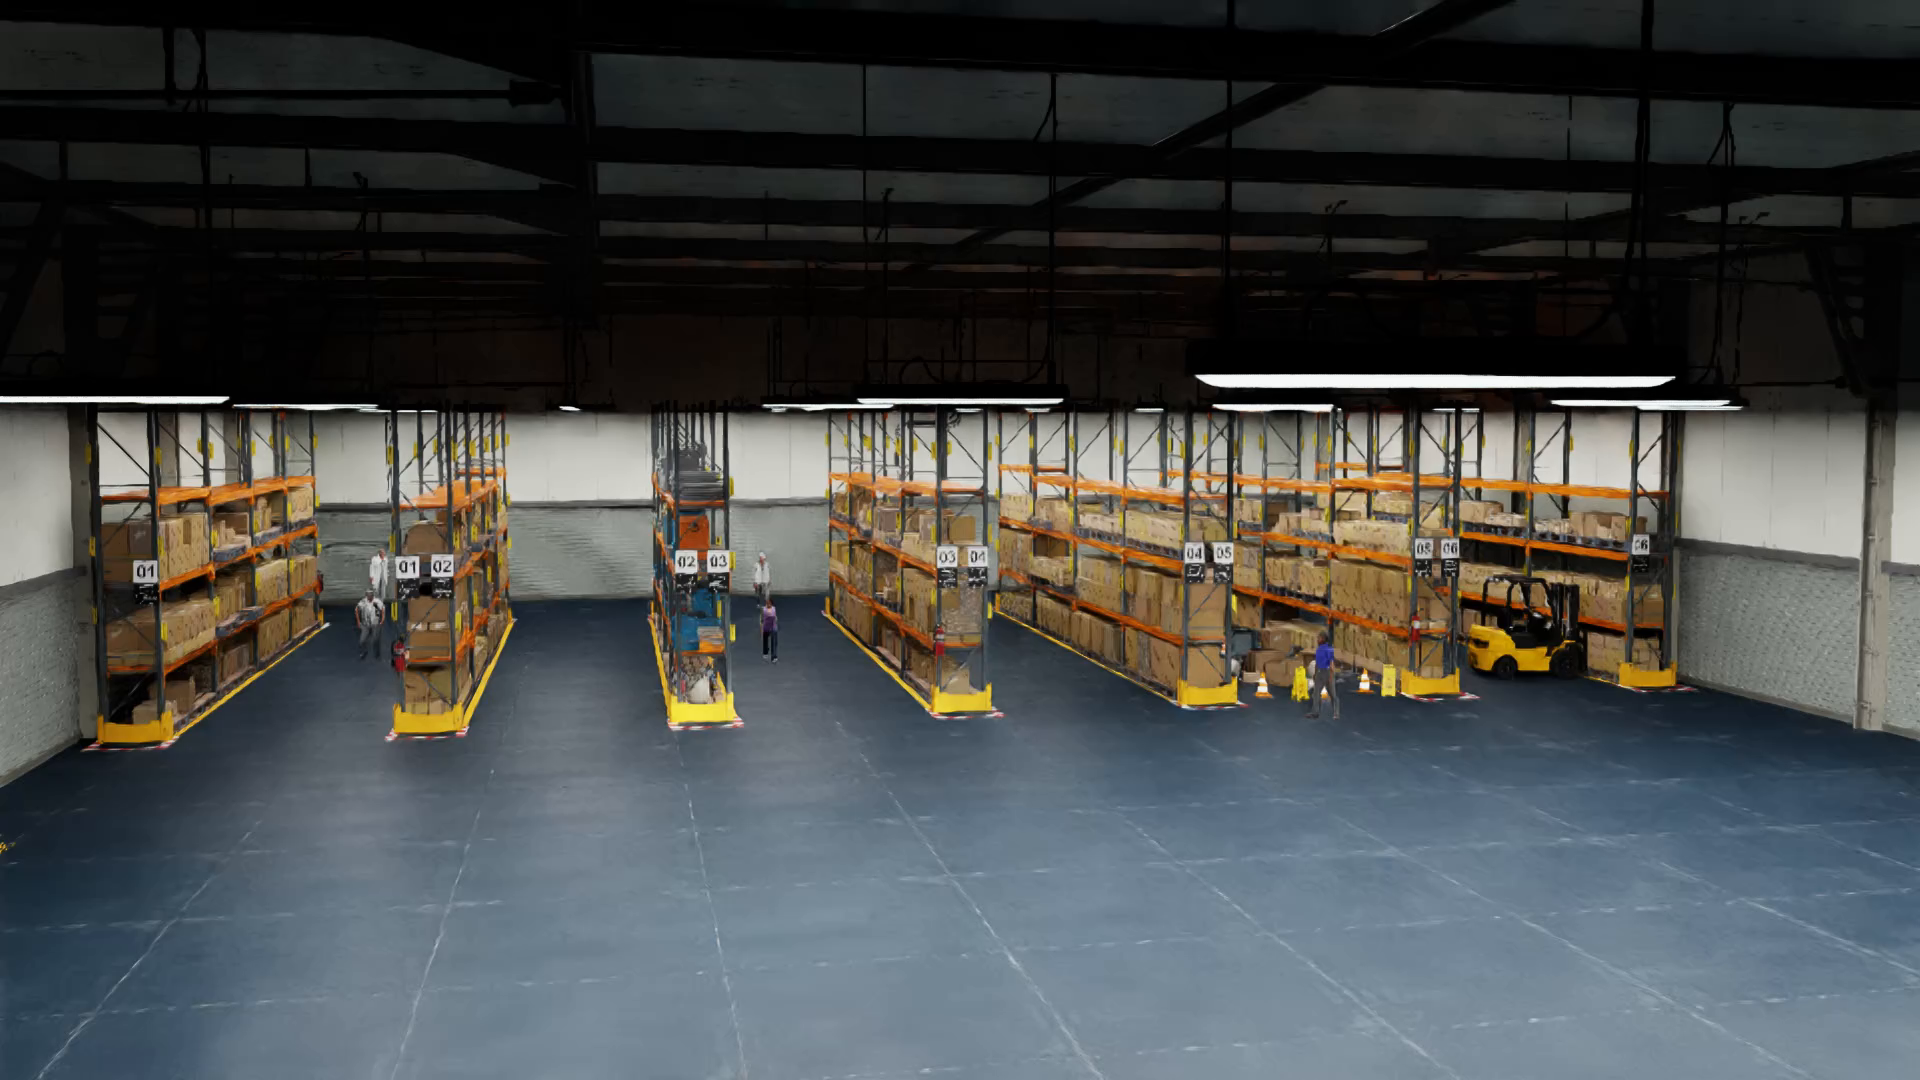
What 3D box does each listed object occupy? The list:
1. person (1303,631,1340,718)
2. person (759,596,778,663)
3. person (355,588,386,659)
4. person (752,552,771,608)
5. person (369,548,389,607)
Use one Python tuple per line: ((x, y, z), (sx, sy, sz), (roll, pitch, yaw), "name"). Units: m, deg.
((6.845, 2.584, 31.342), (0.603, 1.542, 0.593), (-2, 5, -29), "person")
((-4.432, 2.050, 38.494), (0.417, 1.517, 1.032), (-1, 4, -10), "person")
((-13.785, 1.941, 38.896), (0.682, 1.715, 0.542), (-1, 4, -14), "person")
((-5.795, 1.202, 48.609), (0.543, 1.700, 1.115), (-1, 4, -10), "person")
((-17.313, 1.115, 49.481), (0.604, 1.769, 0.618), (4, 6, 43), "person")
